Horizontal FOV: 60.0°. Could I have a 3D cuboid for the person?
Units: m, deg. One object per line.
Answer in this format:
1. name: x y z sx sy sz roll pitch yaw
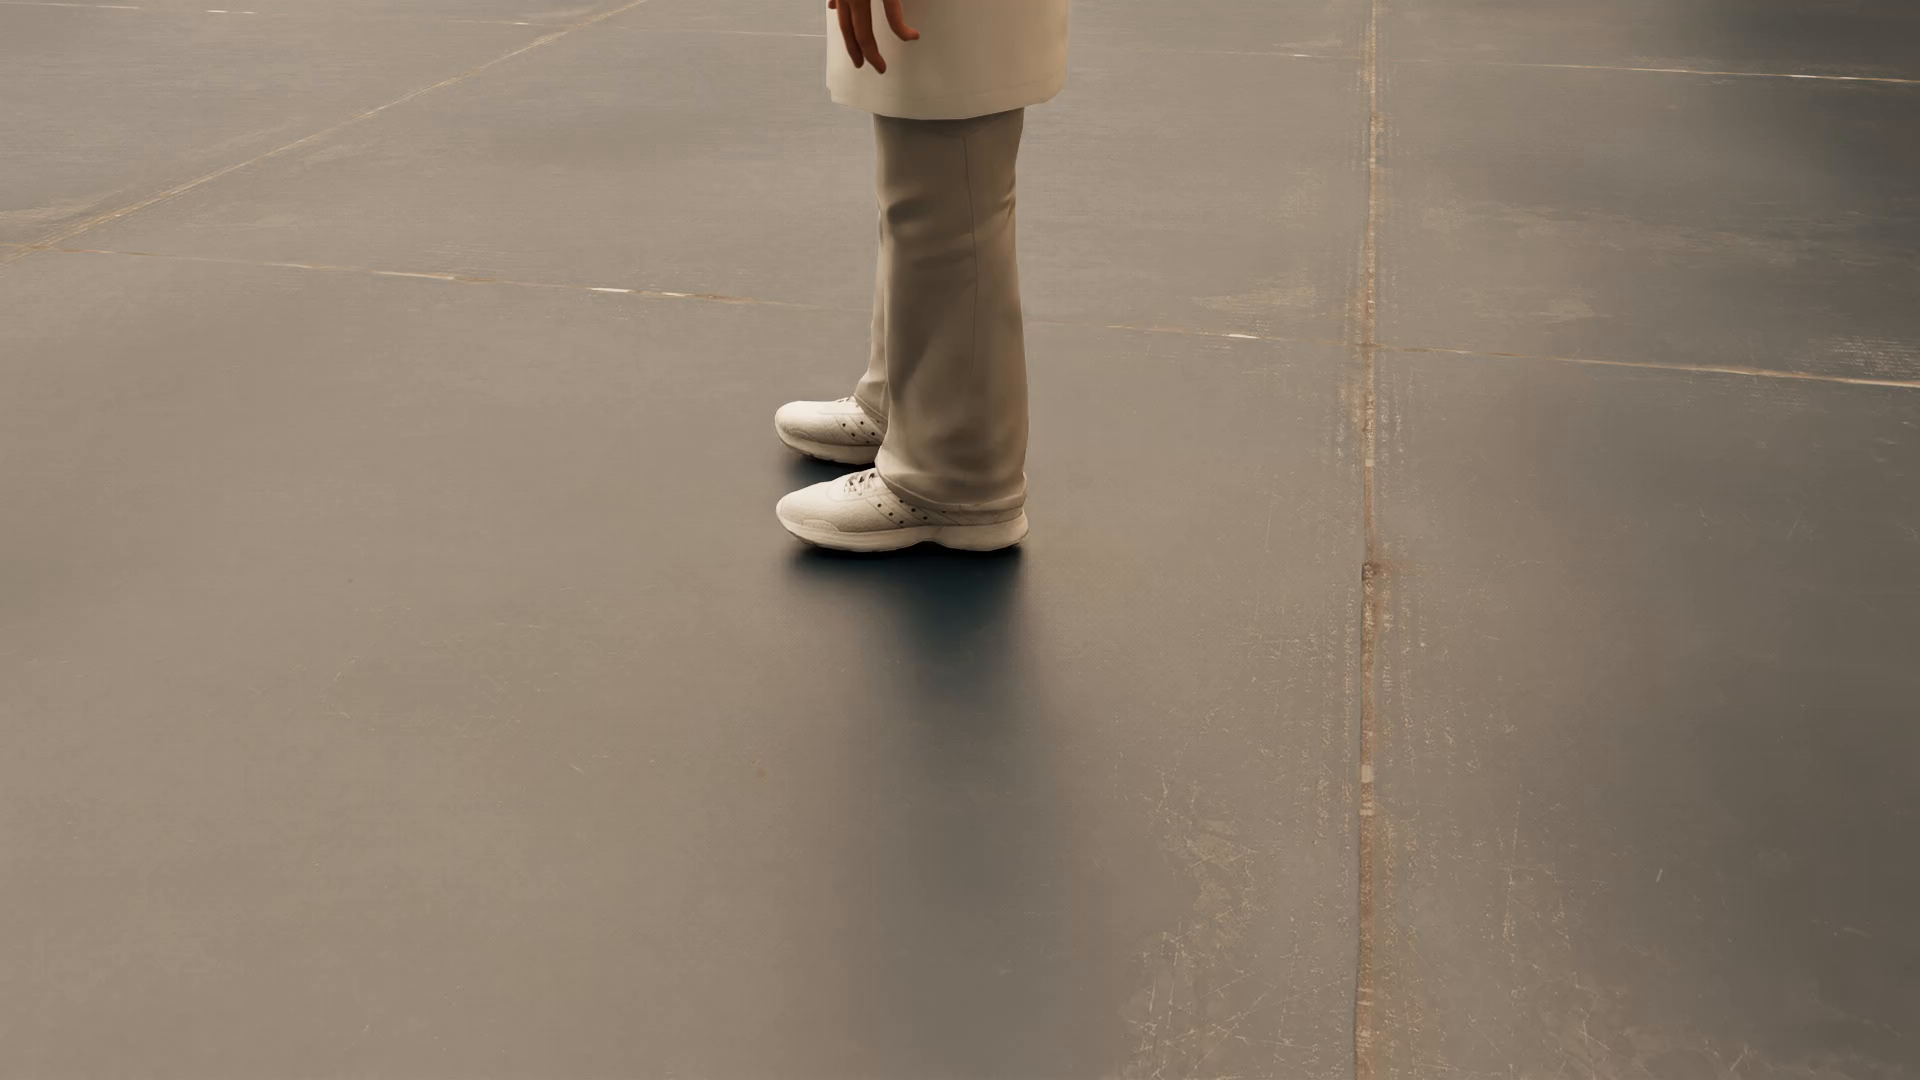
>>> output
1. person: -0.088 -0.811 2.117 0.580 1.777 0.698 6 27 11
